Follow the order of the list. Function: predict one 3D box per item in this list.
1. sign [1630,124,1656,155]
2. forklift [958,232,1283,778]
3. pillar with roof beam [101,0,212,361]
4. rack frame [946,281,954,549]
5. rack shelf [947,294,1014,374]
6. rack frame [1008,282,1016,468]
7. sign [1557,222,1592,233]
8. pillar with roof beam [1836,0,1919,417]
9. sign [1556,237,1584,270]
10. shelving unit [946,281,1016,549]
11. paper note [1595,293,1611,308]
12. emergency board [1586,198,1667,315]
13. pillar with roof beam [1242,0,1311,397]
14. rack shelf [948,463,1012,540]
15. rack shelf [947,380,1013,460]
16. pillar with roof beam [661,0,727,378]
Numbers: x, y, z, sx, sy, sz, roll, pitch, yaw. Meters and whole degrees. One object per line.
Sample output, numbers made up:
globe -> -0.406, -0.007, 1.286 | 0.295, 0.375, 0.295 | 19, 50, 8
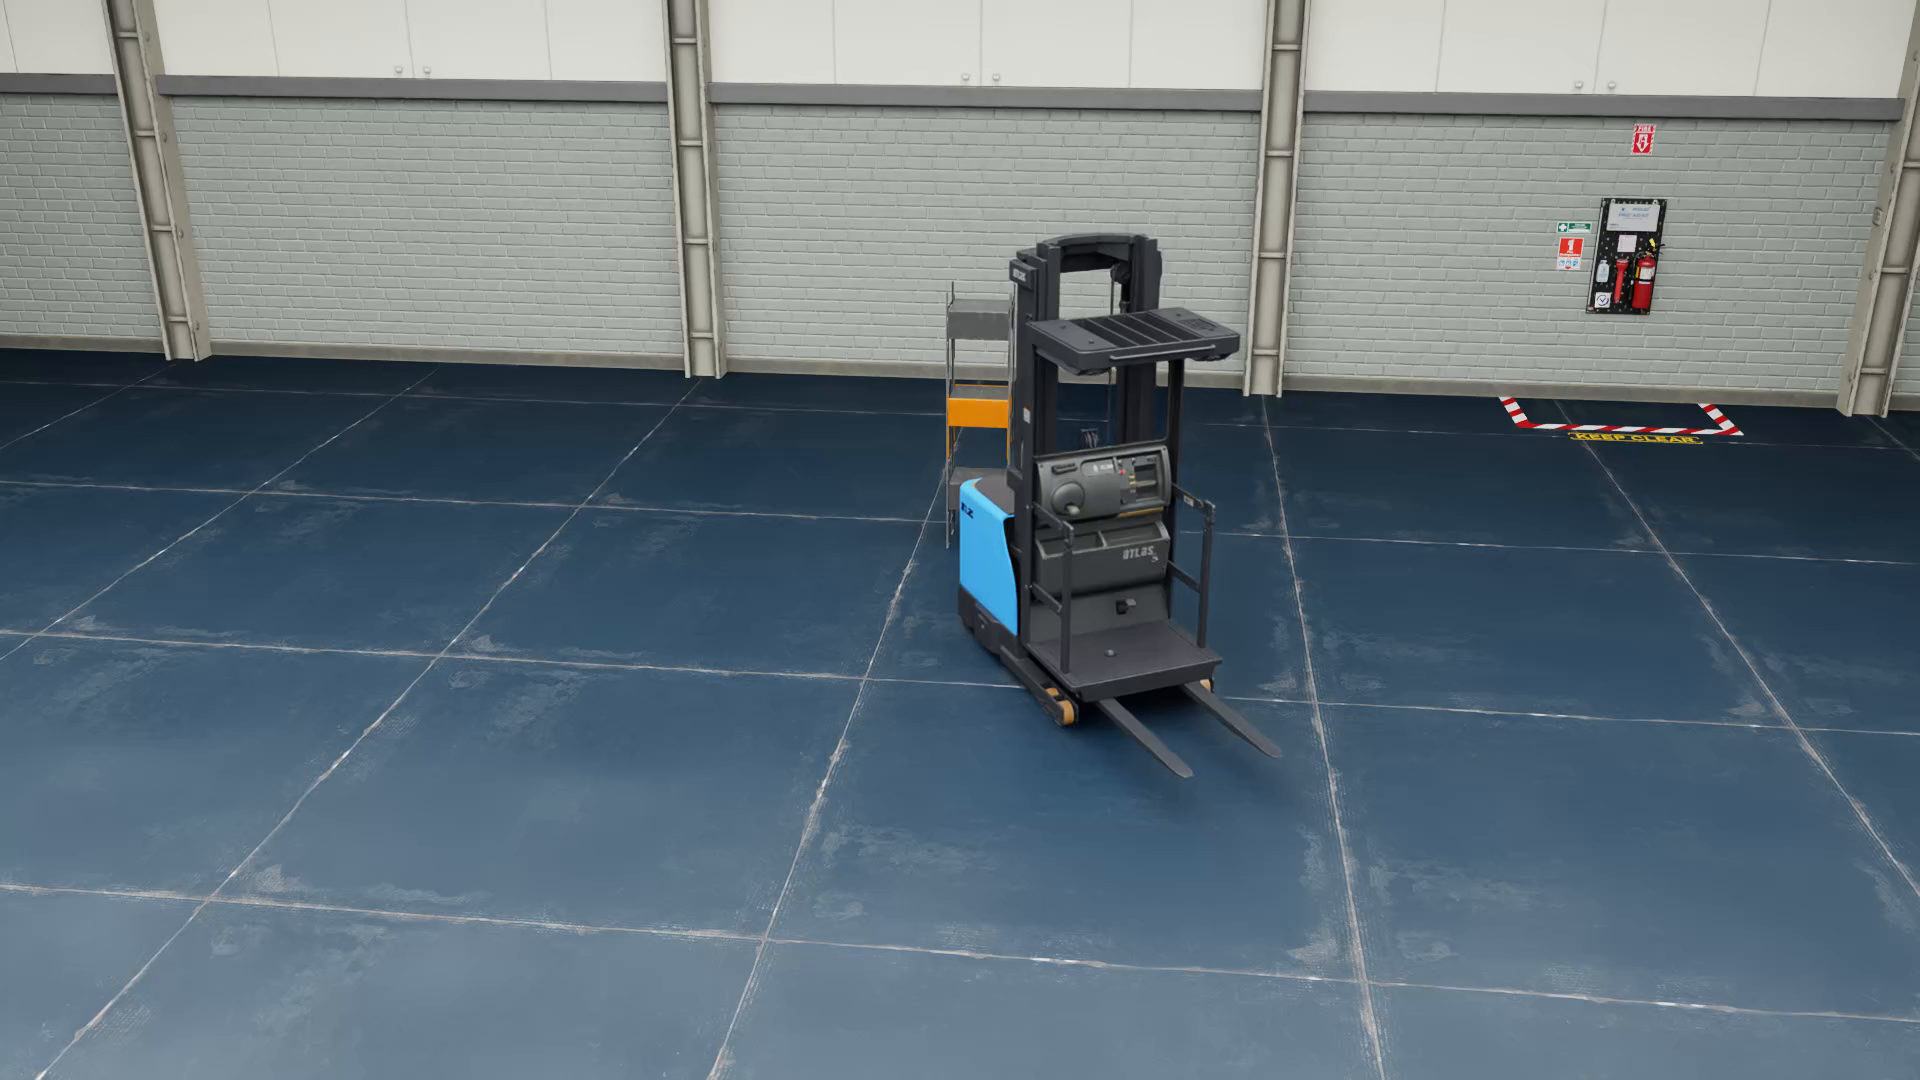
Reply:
sign -> 6.697, -3.927, 16.300 | 0.199, 0.298, 0.001 | 2, 22, 6
forklift -> 1.015, -0.352, 10.504 | 1.130, 2.935, 3.031 | -9, 23, -21
pillar with roof beam -> -9.239, -4.688, 13.219 | 0.400, 9.000, 9.100 | 2, 22, 6
rack frame -> -0.078, -0.980, 13.222 | 0.015, 2.100, 0.400 | 2, 22, 6
rack shelf -> 0.164, -1.608, 12.943 | 0.480, 0.518, 0.431 | 2, 22, 6
rack frame -> 0.407, -0.959, 13.169 | 0.015, 2.100, 0.400 | 2, 22, 6
sign -> 6.159, -3.134, 16.676 | 0.331, 0.109, 0.001 | 2, 22, 6
pillar with roof beam -> 8.636, -3.910, 11.249 | 0.400, 9.000, 9.100 | 2, 22, 6
sign -> 6.156, -2.891, 16.782 | 0.234, 0.329, 0.001 | 2, 22, 6
shelving unit -> 0.164, -0.969, 13.195 | 0.503, 2.100, 0.431 | 2, 22, 6
paper note -> 6.525, -2.436, 16.878 | 0.142, 0.148, 0.016 | 2, 22, 6
emergency board -> 6.693, -2.812, 16.633 | 0.643, 1.169, 0.194 | 2, 22, 6
pillar with roof beam -> 2.678, -4.169, 11.906 | 0.400, 9.000, 9.100 | 2, 22, 6
rack shelf -> 0.164, -0.306, 13.458 | 0.480, 0.518, 0.431 | 2, 22, 6
rack shelf -> 0.164, -0.957, 13.200 | 0.480, 0.518, 0.431 | 2, 22, 6
pillar with roof beam -> -3.281, -4.429, 12.562 | 0.400, 9.000, 9.100 | 2, 22, 6
